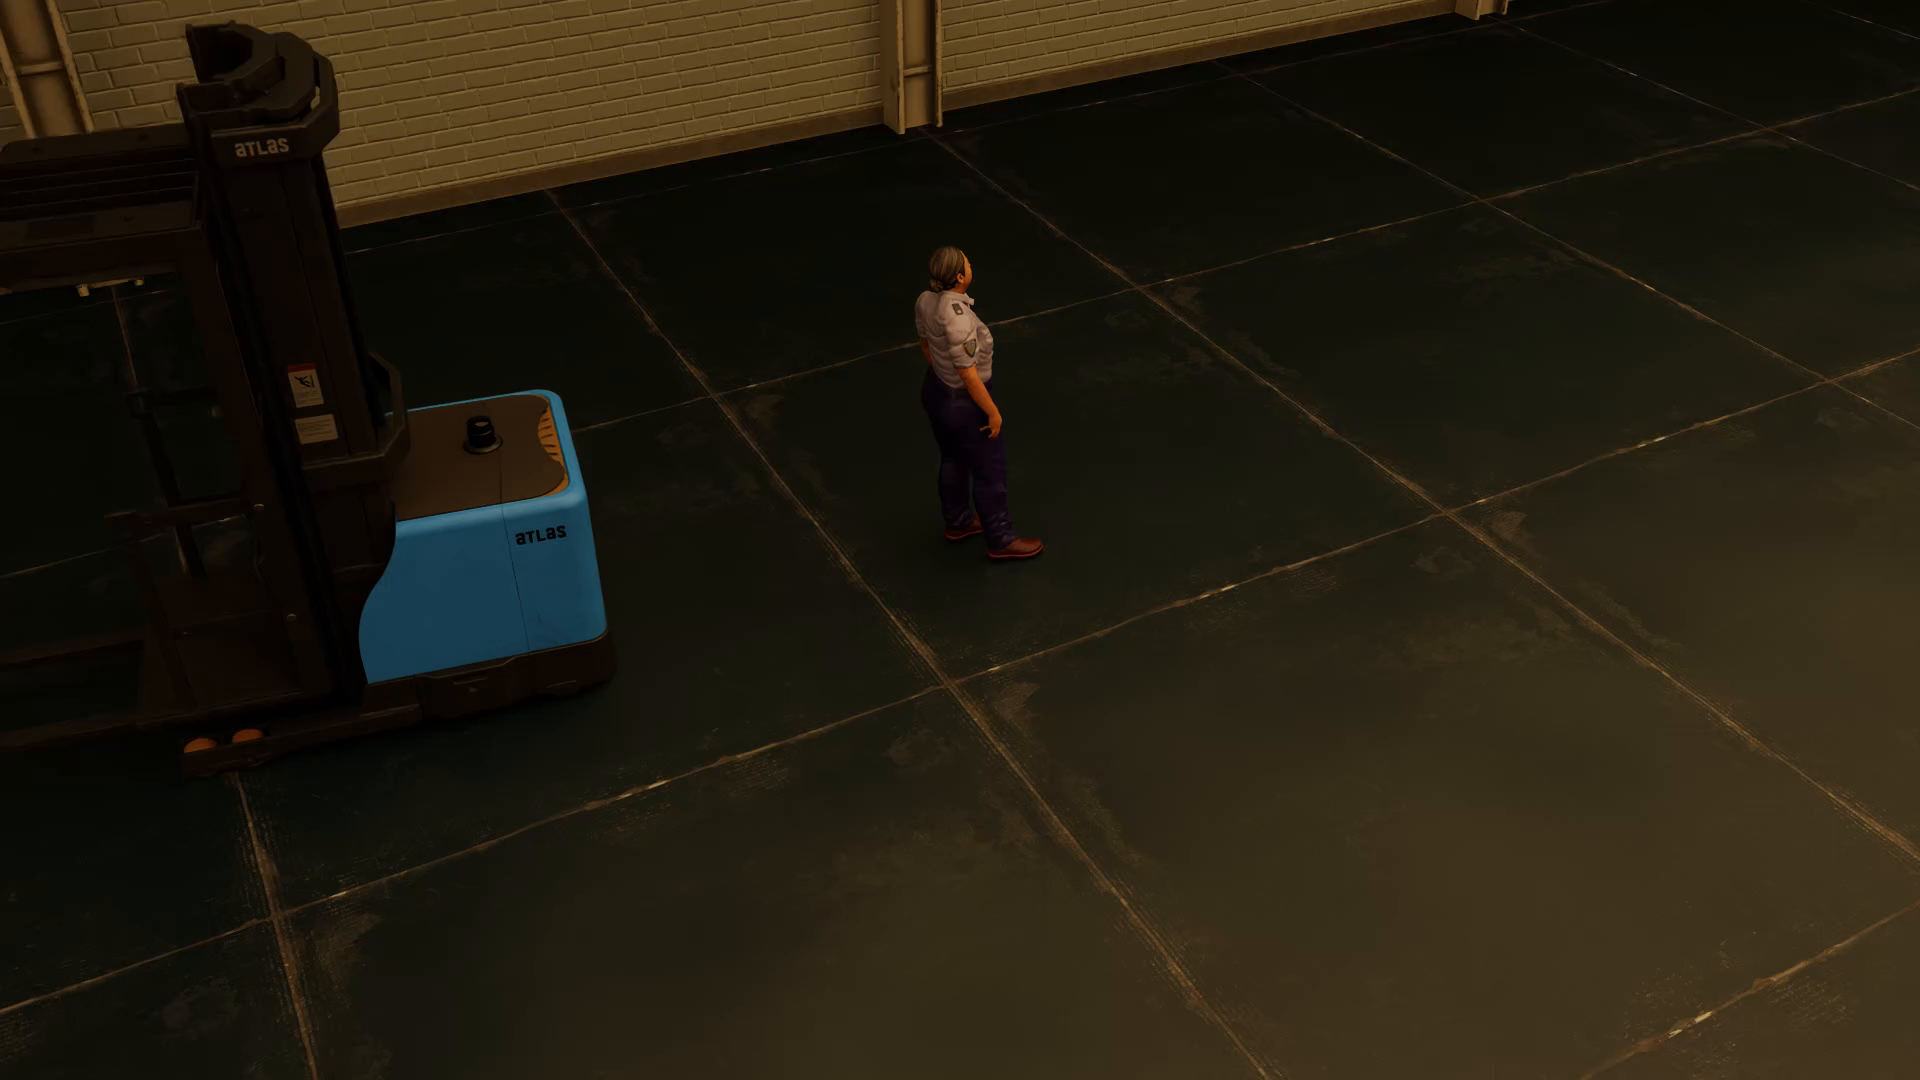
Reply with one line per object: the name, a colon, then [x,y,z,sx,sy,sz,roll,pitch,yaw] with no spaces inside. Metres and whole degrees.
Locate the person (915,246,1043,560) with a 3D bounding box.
person: [0.089,-0.692,8.201,0.503,1.650,0.599,-17,39,-23]

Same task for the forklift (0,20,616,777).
forklift: [-3.167,-0.515,6.851,3.031,2.935,1.130,-11,37,-15]
